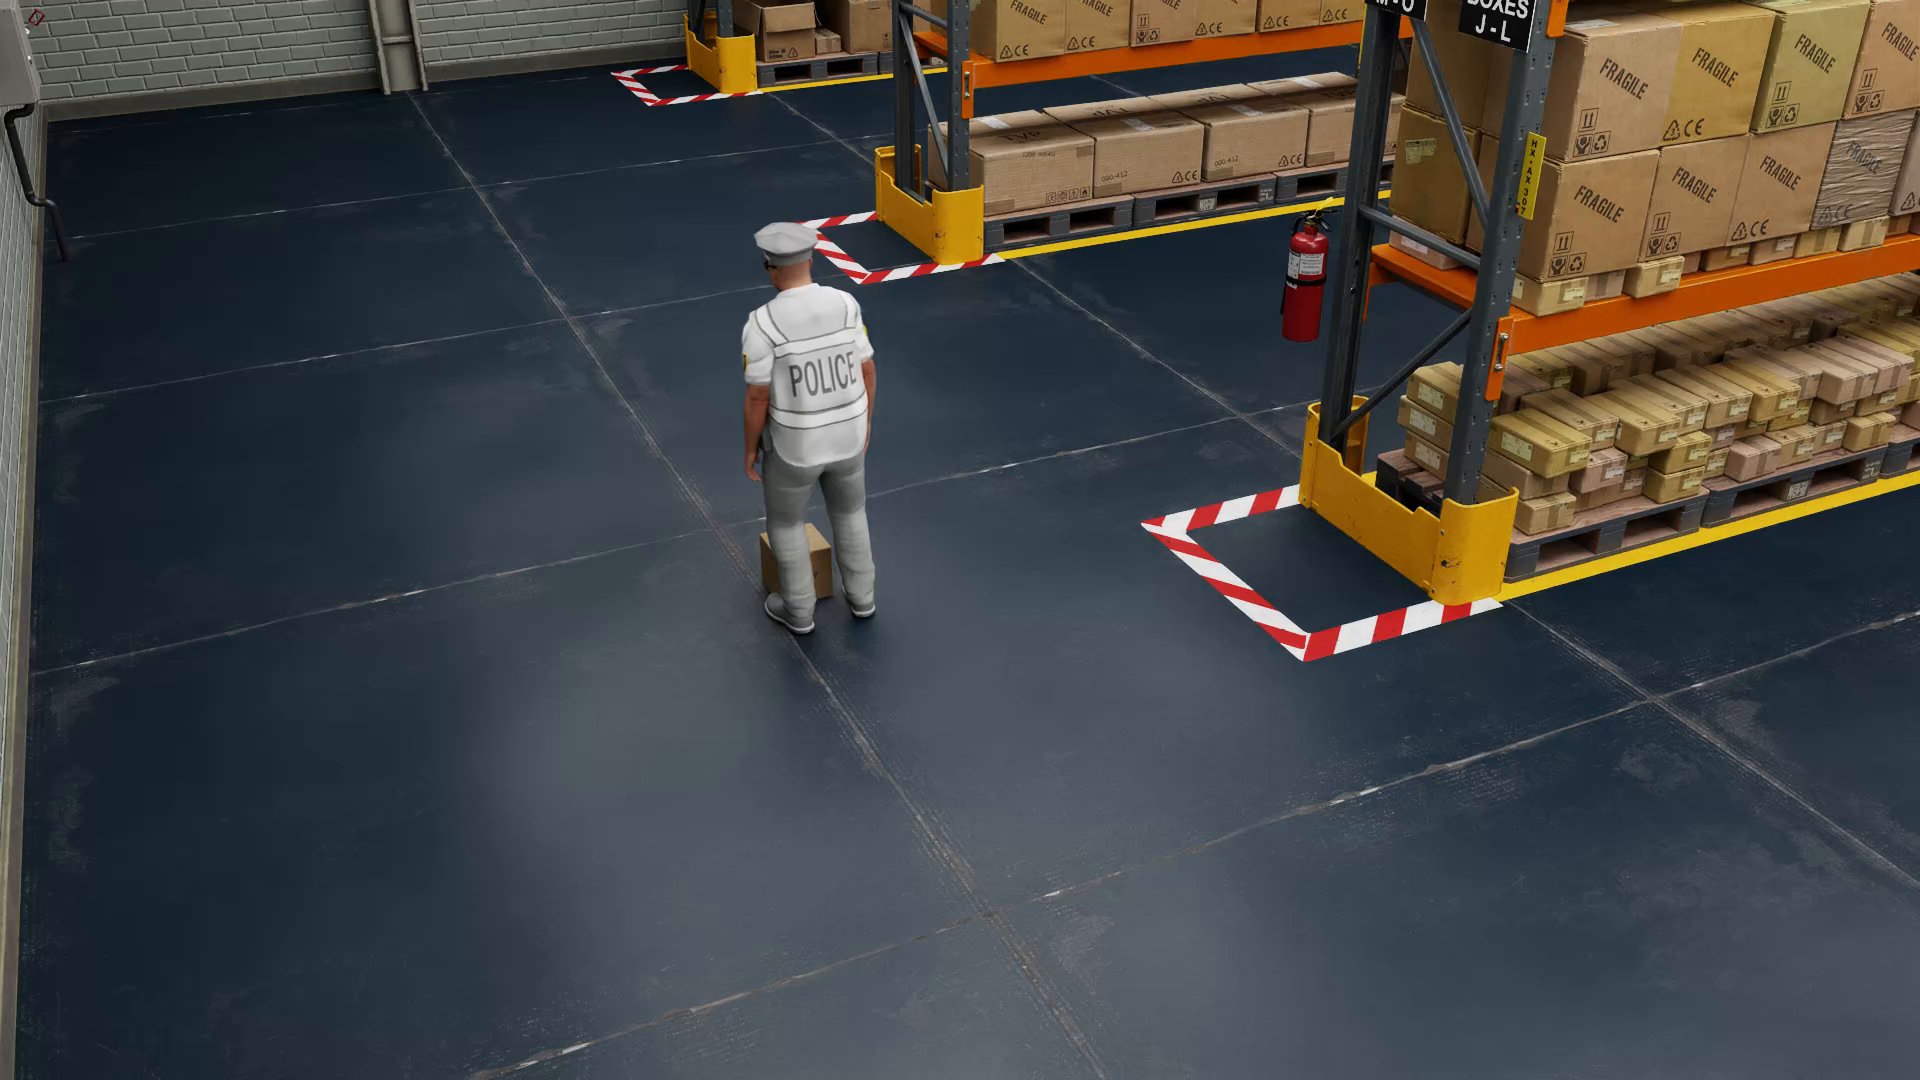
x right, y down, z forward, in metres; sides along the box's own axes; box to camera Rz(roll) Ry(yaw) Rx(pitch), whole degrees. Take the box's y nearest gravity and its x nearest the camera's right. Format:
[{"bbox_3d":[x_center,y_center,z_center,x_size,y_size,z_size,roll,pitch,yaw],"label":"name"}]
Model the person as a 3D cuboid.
[{"bbox_3d":[-0.611,-0.423,6.875,0.601,1.747,0.441,-15,33,-25],"label":"person"}]
